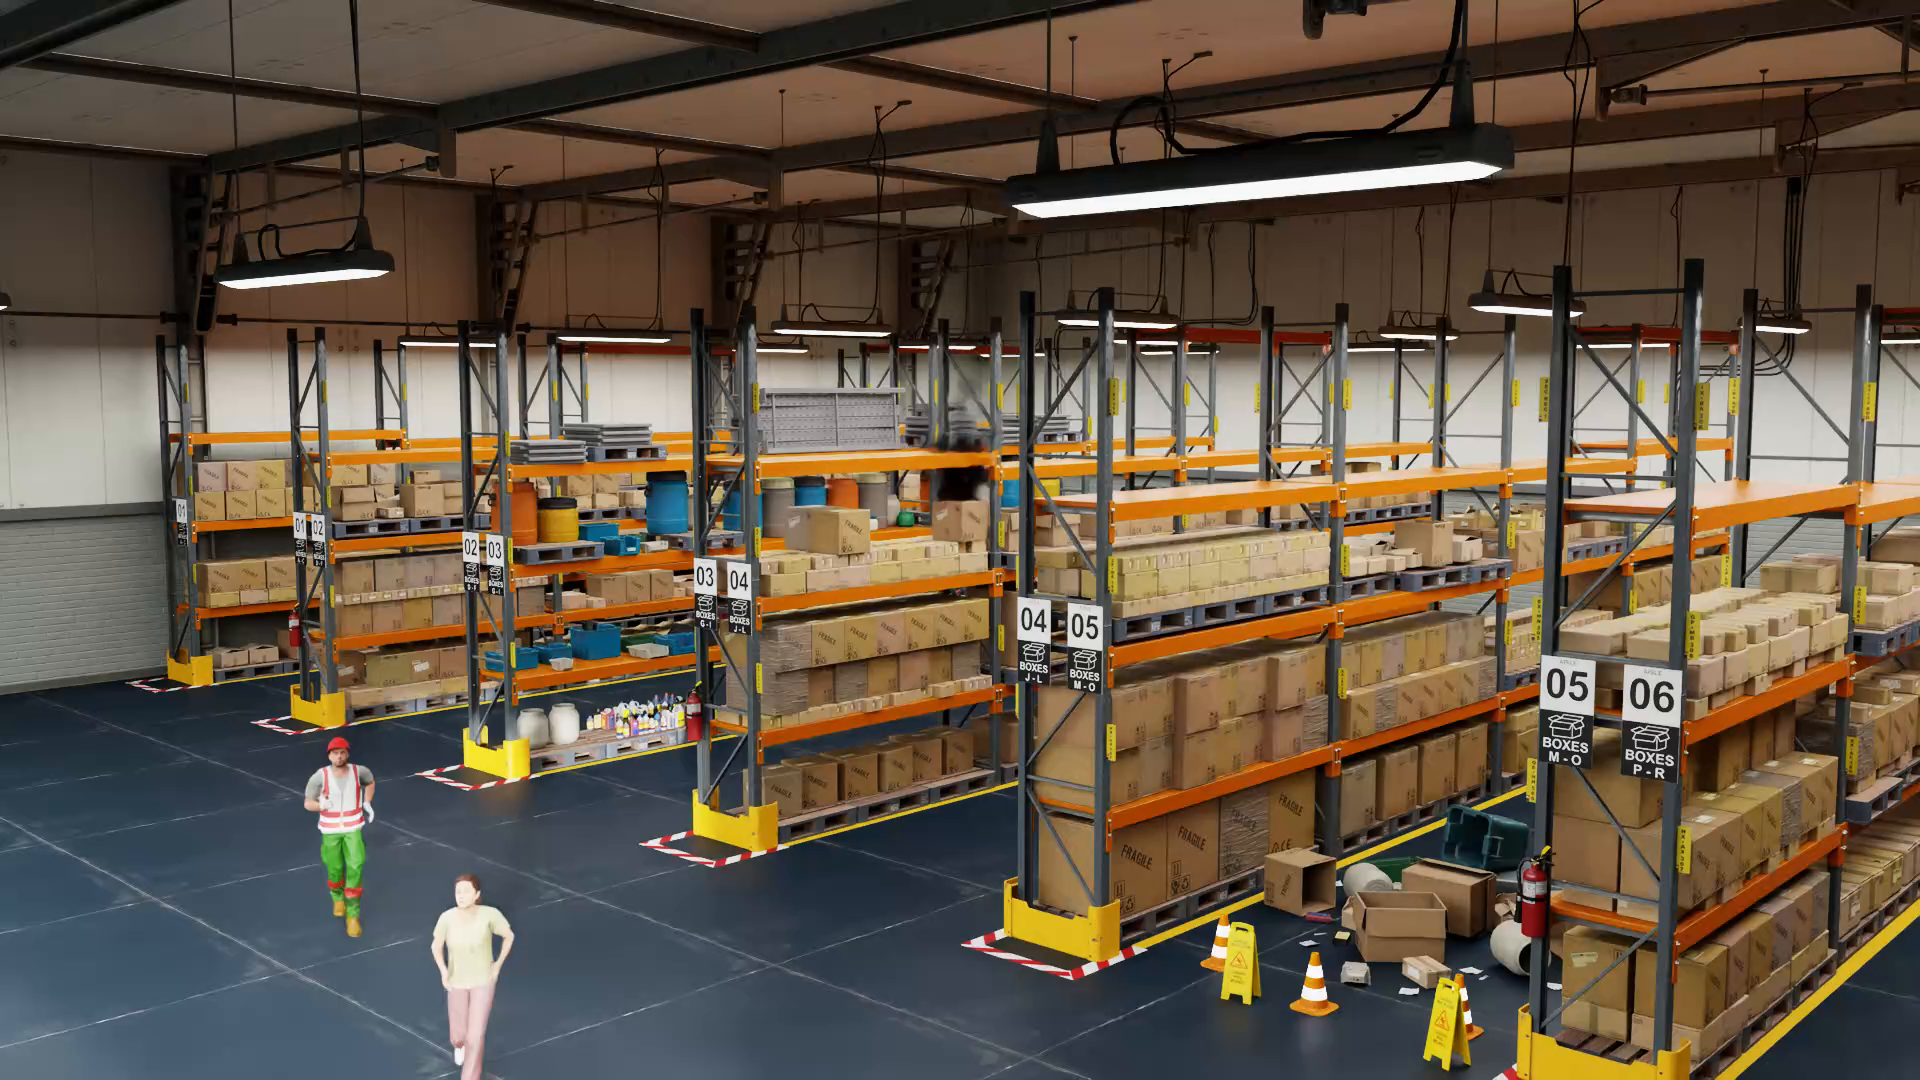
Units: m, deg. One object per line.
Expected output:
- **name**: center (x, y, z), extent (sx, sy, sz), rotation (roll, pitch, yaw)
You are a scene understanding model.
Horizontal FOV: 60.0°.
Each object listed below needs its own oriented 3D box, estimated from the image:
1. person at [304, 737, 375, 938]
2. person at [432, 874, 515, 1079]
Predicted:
- **person**: center (-5.865, 2.771, 15.768), extent (0.636, 1.821, 0.843), rotation (-2, 6, -21)
- **person**: center (-3.544, 3.224, 12.128), extent (0.584, 1.652, 0.722), rotation (-1, 5, -8)
